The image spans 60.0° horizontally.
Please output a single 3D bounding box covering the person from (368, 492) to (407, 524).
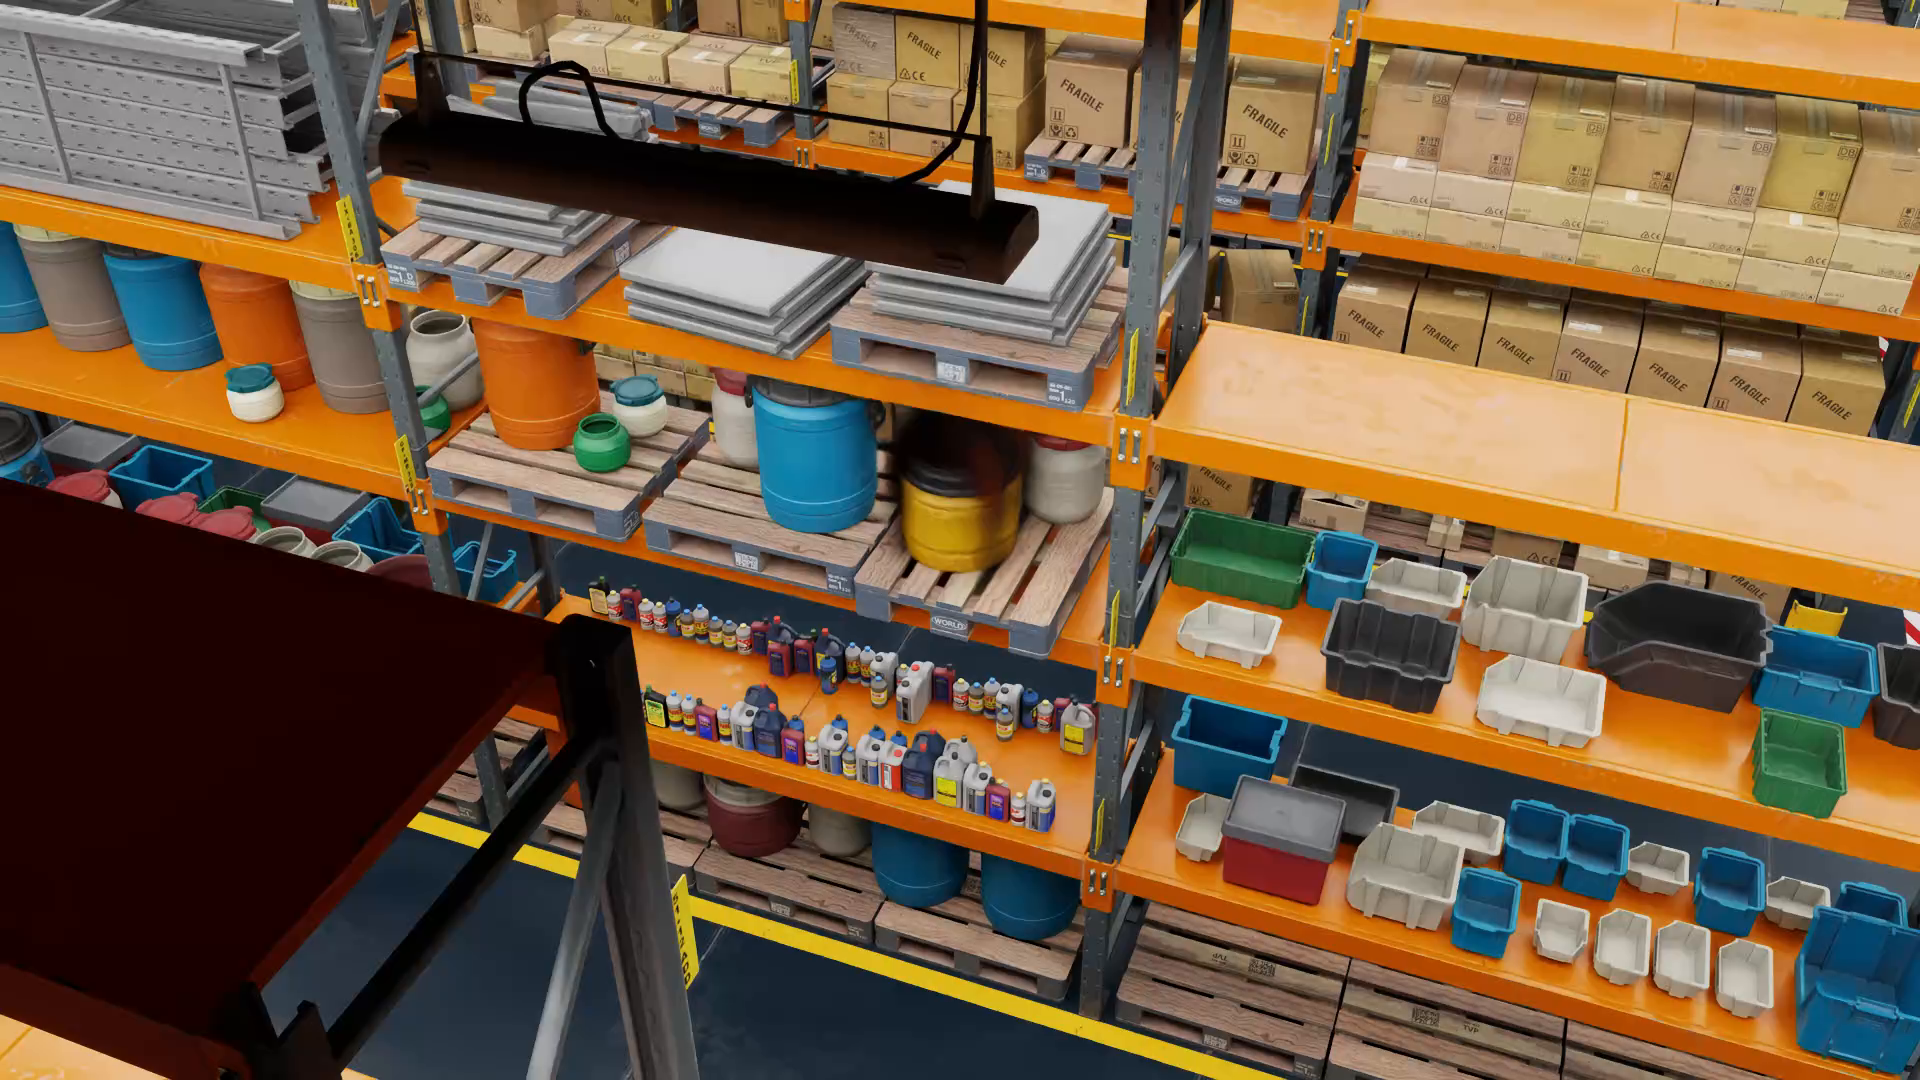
[{"bbox_3d":[-4.753,-0.867,13.067,0.611,1.795,0.456,14,39,18],"label":"person"}]
